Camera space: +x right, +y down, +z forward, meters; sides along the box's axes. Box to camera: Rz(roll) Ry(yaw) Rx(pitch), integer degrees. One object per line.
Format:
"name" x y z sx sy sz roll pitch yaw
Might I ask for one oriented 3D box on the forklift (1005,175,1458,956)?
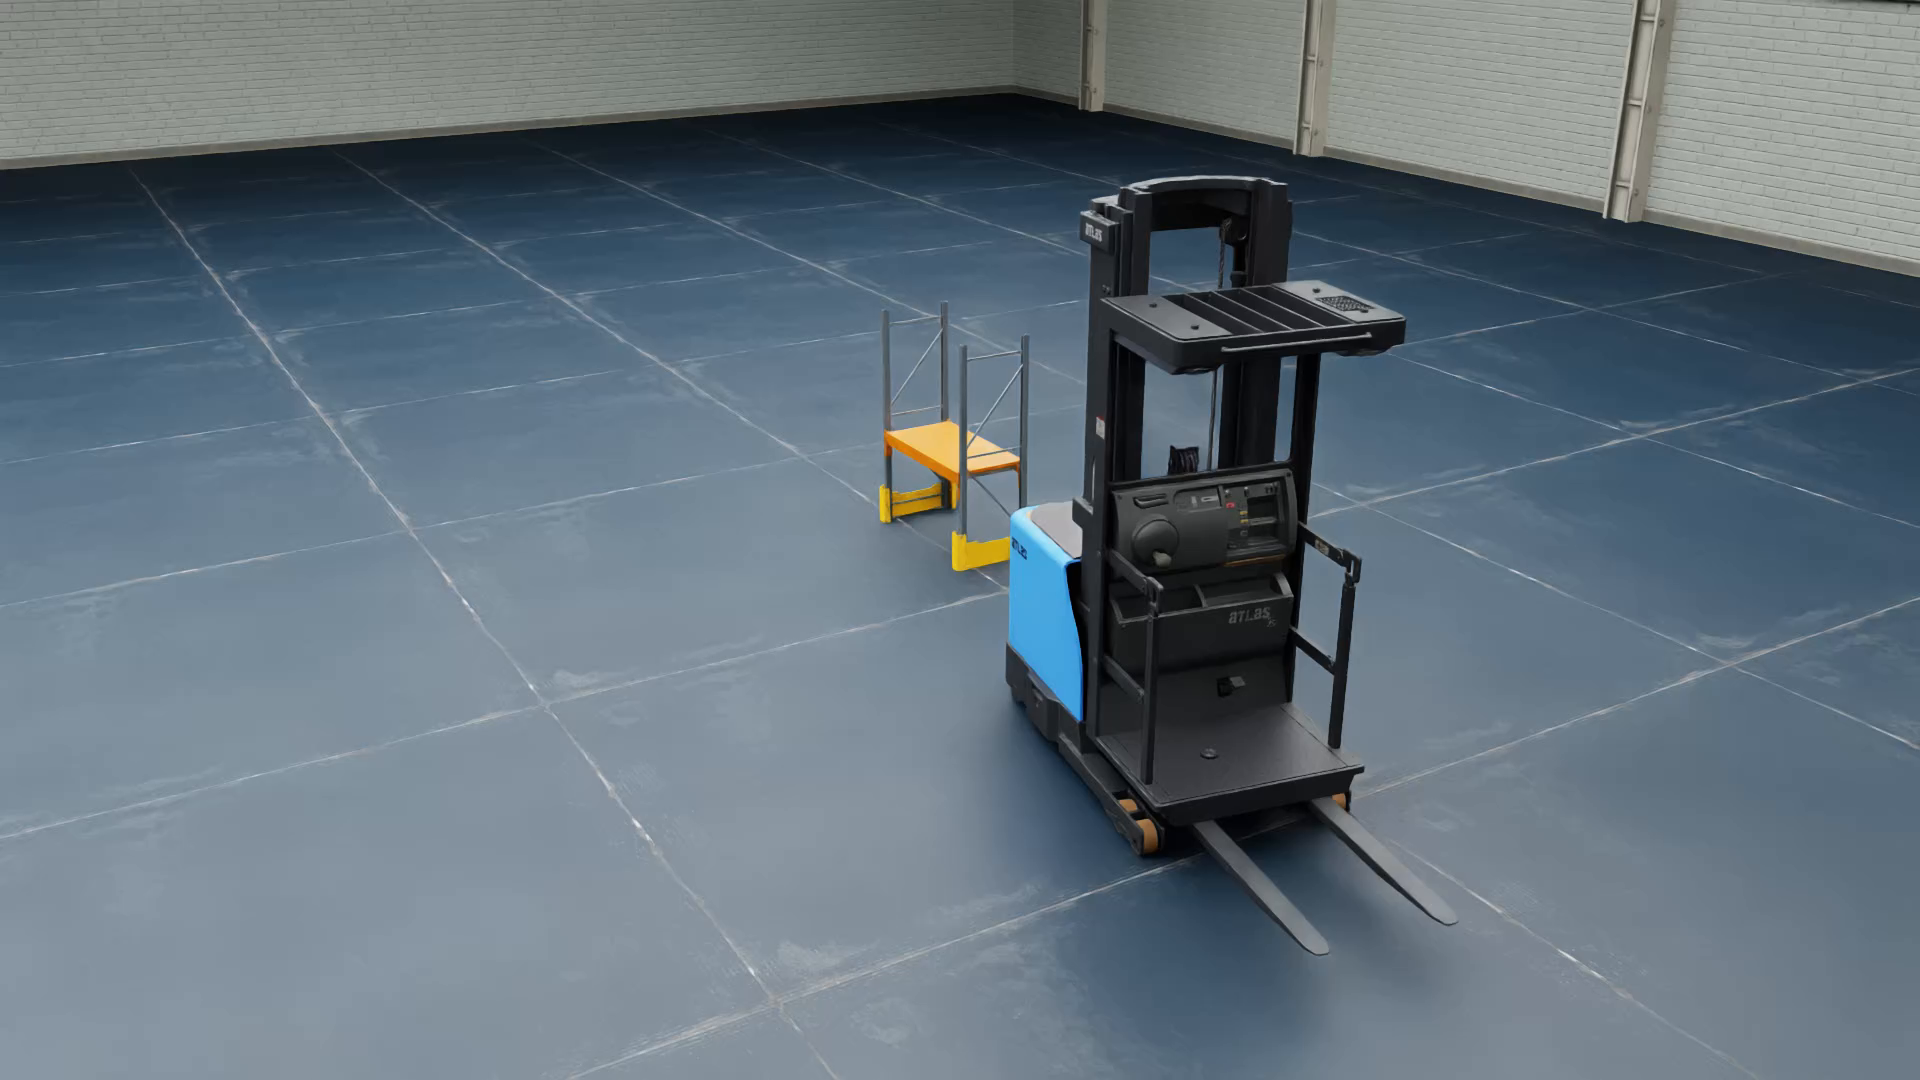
"forklift" 1.228 -0.071 7.595 1.130 2.935 3.031 -8 23 -18

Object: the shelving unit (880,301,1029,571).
"shelving unit" -0.039 -0.719 11.090 0.587 1.500 1.083 -13 25 -28

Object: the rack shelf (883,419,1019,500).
"rack shelf" -0.044 -0.556 11.165 0.538 0.185 1.000 -13 25 -28

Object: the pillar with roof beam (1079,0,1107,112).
"pillar with roof beam" -1.250 -11.379 27.357 9.100 9.000 0.400 -13 25 -28

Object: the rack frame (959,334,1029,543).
"rack frame" 0.216 -0.558 10.692 0.500 1.500 0.032 -13 25 -28

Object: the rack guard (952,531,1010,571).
"rack guard" 0.215 0.021 10.928 0.587 0.250 0.087 -13 25 -28

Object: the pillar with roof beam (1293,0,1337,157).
"pillar with roof beam" 1.815 -9.437 22.579 9.100 9.000 0.400 -13 25 -28

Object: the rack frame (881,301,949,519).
"rack frame" -0.303 -0.887 11.502 0.500 1.500 0.032 -13 25 -28

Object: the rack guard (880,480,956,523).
"rack guard" -0.293 -0.302 11.722 0.587 0.250 0.087 -13 25 -28

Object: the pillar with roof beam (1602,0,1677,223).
"pillar with roof beam" 4.880 -7.495 17.800 9.100 9.000 0.400 -13 25 -28
